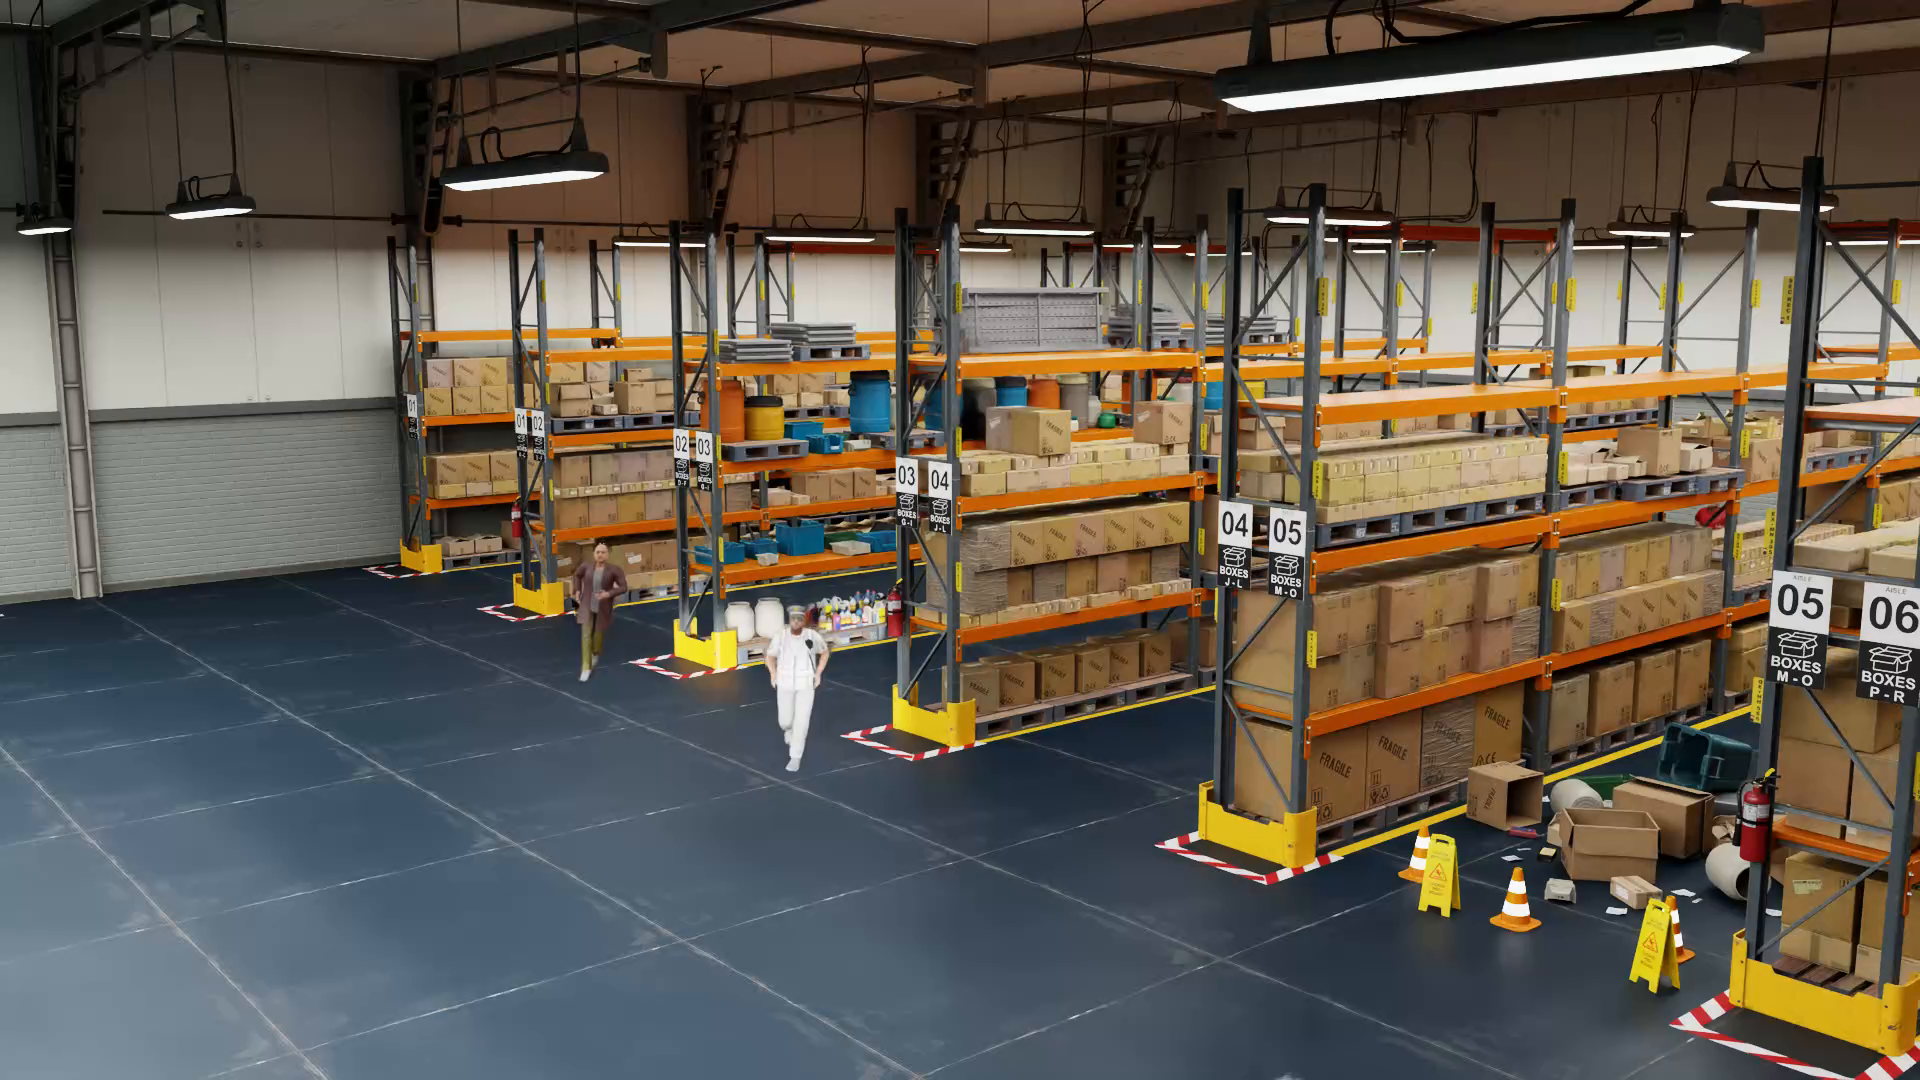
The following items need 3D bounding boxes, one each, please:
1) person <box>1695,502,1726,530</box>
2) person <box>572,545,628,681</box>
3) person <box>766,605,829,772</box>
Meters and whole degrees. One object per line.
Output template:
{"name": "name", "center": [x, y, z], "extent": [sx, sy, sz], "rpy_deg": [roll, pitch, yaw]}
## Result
{"name": "person", "center": [12.418, 0.129, 27.416], "extent": [0.660, 1.790, 0.787], "rpy_deg": [5, 10, 32]}
{"name": "person", "center": [-4.795, 0.928, 22.158], "extent": [0.748, 1.770, 0.944], "rpy_deg": [0, 9, -3]}
{"name": "person", "center": [-1.764, 1.559, 18.038], "extent": [0.680, 1.769, 0.832], "rpy_deg": [0, 9, 0]}
